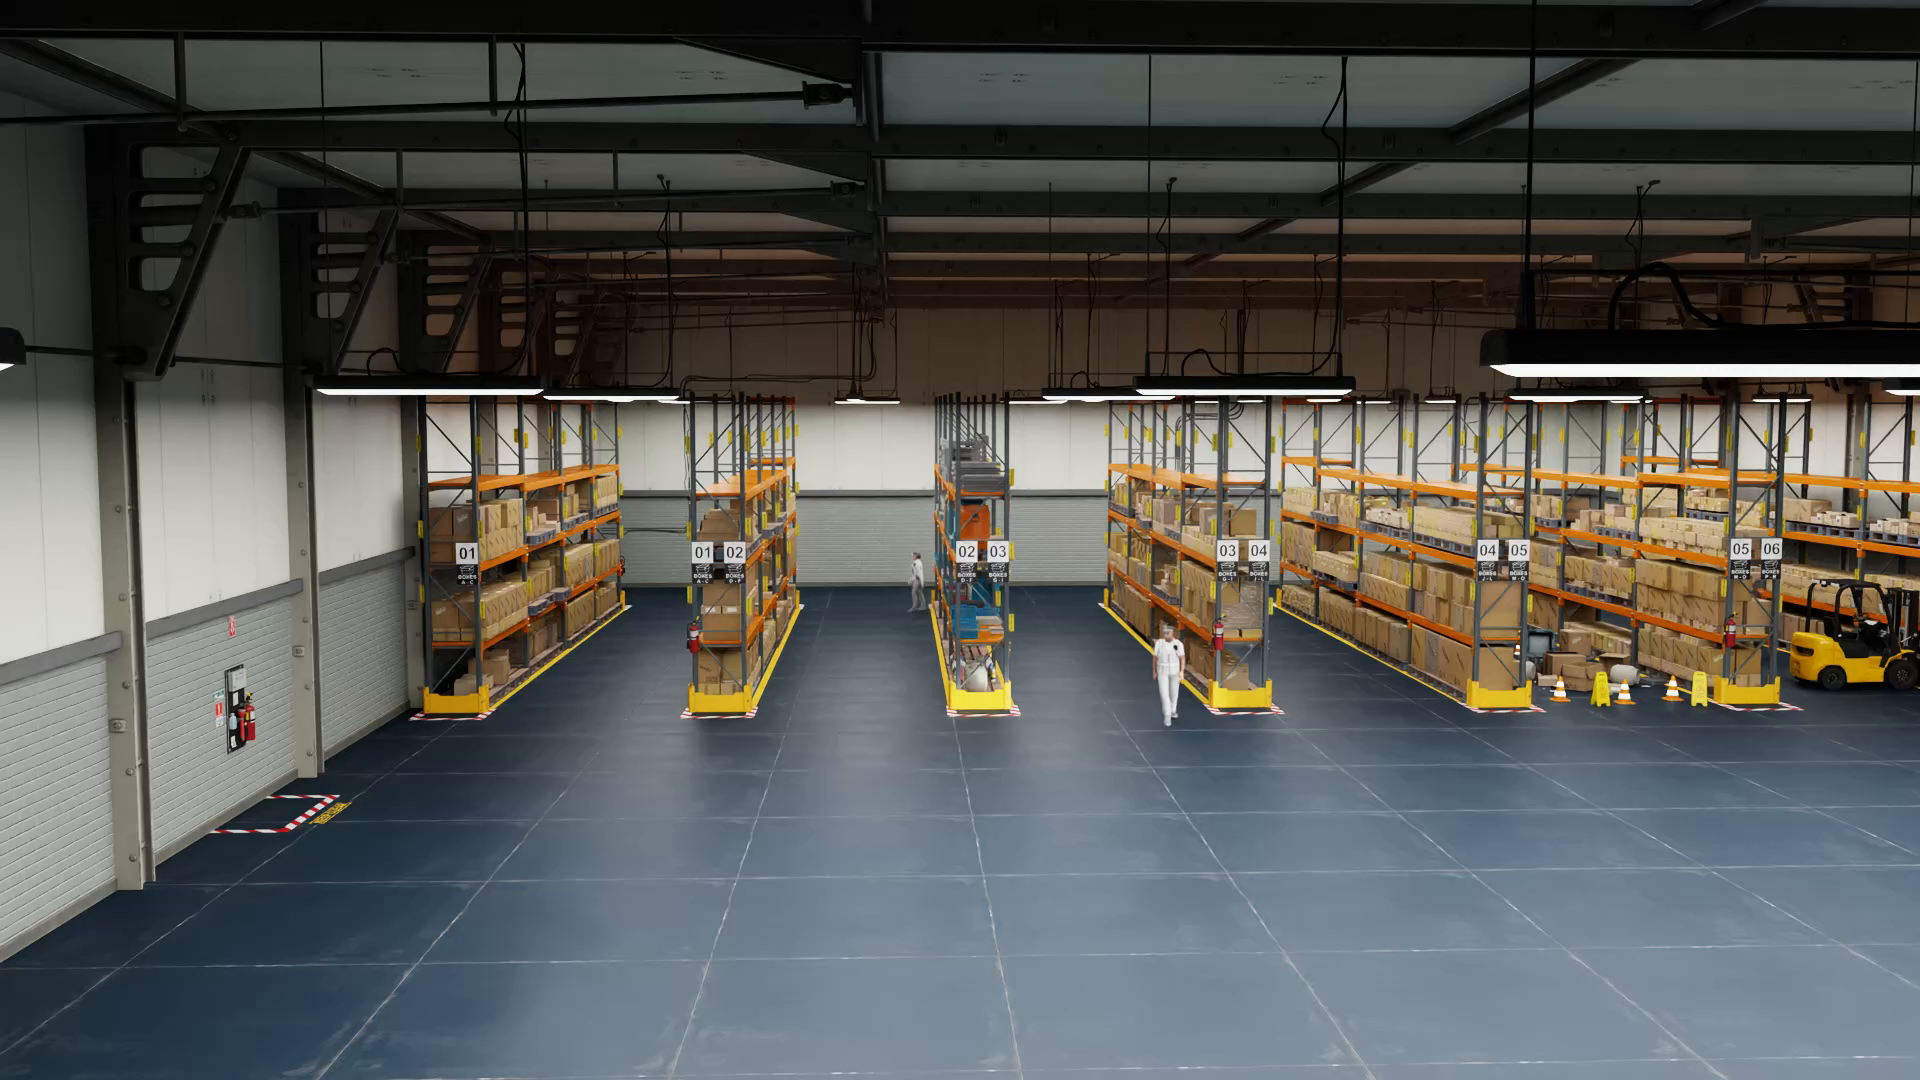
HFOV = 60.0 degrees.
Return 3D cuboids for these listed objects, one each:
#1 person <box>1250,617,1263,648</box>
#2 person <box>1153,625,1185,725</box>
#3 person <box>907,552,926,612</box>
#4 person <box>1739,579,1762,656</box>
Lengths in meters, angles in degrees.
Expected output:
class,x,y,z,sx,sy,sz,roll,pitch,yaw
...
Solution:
class,x,y,z,sx,sy,sz,roll,pitch,yaw
person,7.025,1.678,39.634,0.531,1.715,1.065,0,5,0
person,3.813,2.427,30.273,0.567,1.758,0.880,0,5,3
person,-1.220,1.163,46.531,0.560,1.693,0.532,-1,5,-10
person,18.205,1.798,38.150,0.569,1.814,0.593,-1,5,-15
